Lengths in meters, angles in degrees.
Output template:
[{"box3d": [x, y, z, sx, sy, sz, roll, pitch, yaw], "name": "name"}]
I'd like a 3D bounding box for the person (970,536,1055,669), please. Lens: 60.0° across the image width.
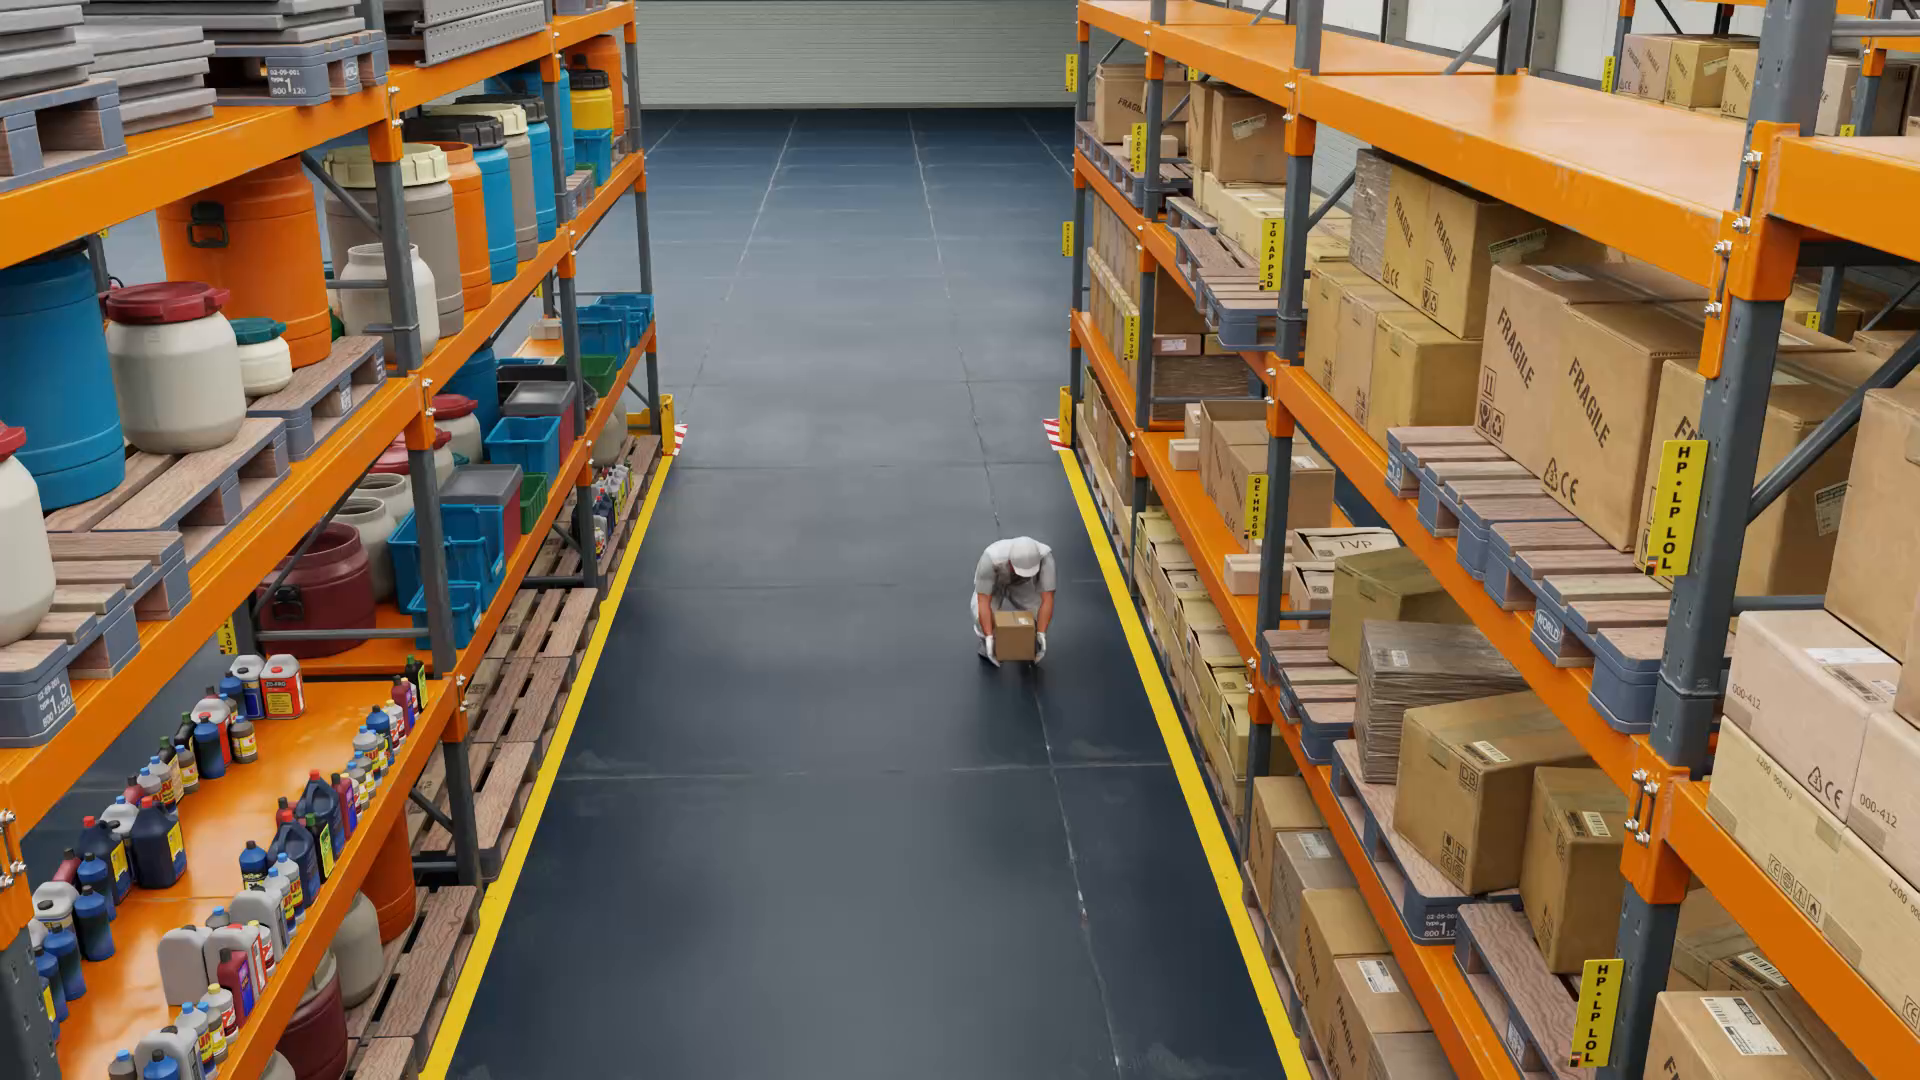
[{"box3d": [0.349, 0.360, 11.231, 0.562, 0.991, 0.880, -1, 20, -4], "name": "person"}]
